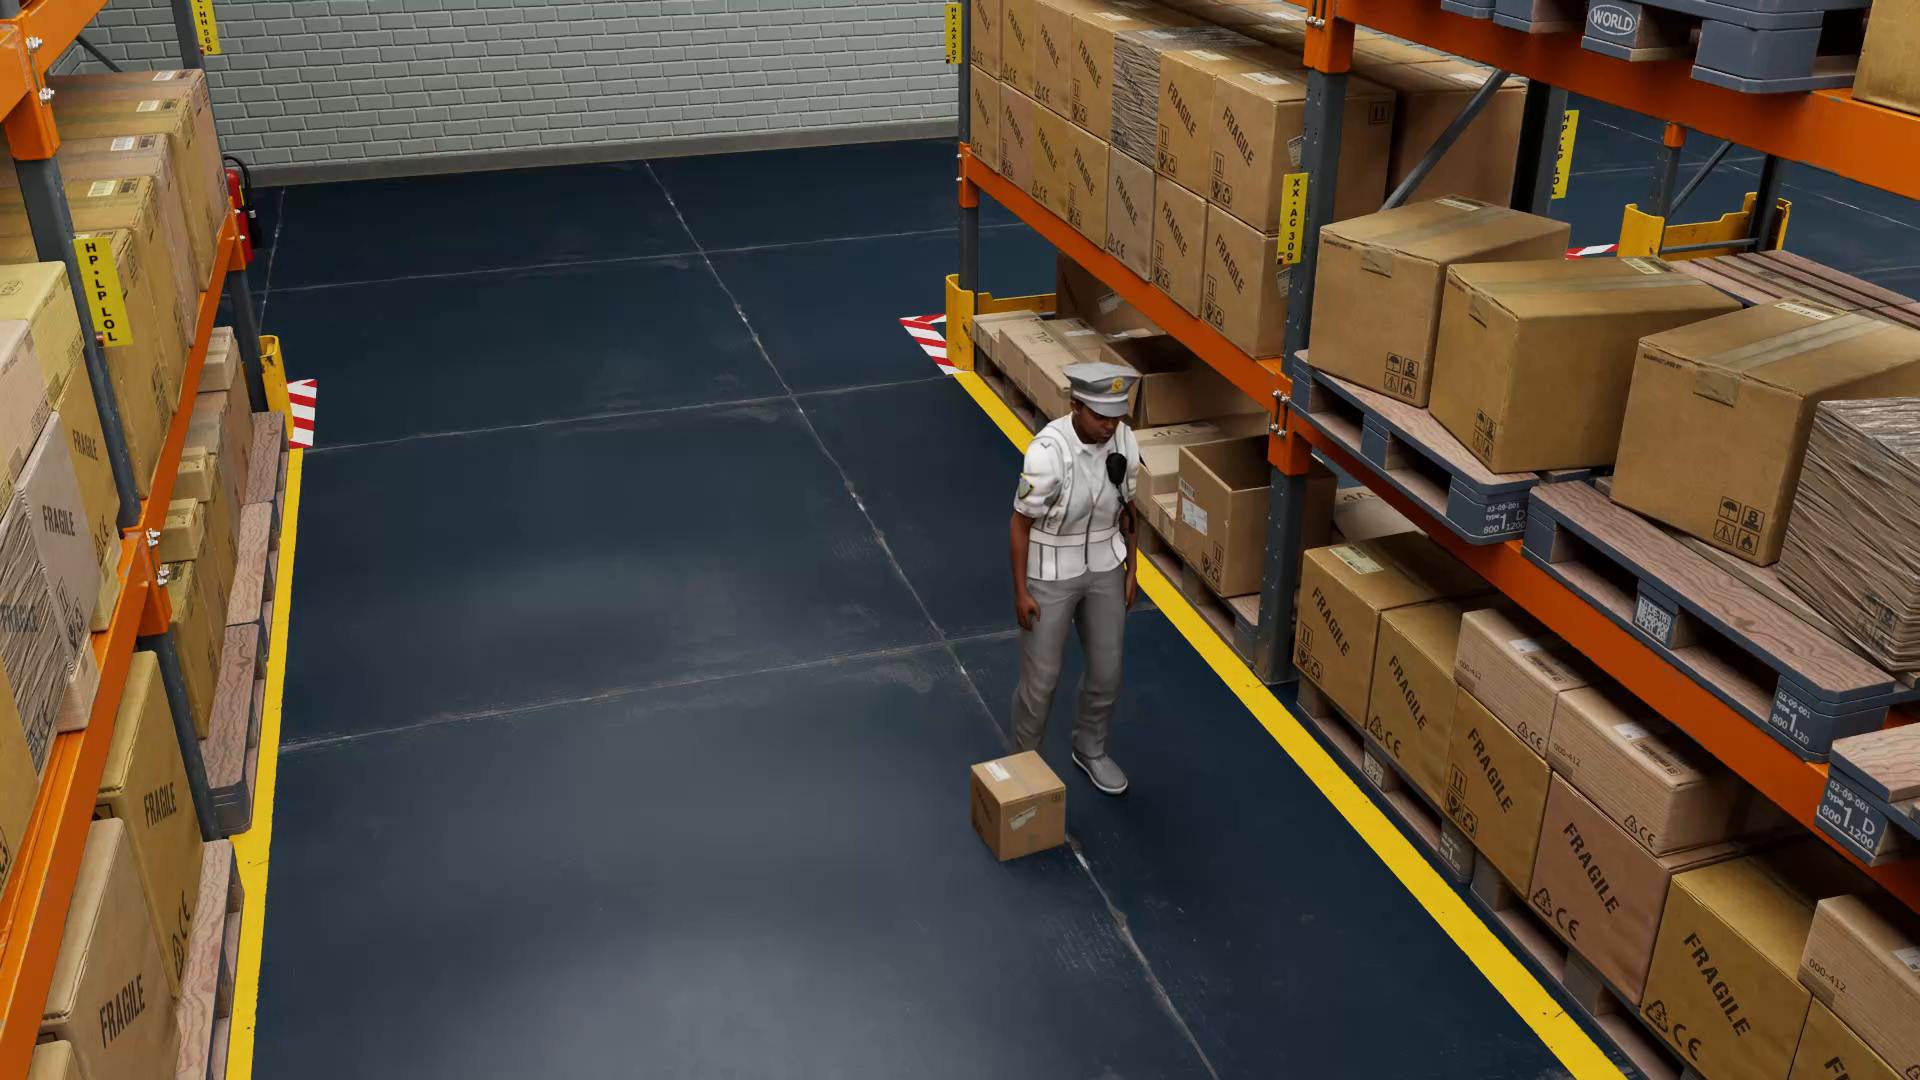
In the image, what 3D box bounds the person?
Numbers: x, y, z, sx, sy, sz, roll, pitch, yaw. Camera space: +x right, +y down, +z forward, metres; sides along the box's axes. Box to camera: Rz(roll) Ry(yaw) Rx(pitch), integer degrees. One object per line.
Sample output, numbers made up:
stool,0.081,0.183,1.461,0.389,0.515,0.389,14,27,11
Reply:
person,0.399,0.149,5.820,0.516,1.656,0.396,-10,28,-20
